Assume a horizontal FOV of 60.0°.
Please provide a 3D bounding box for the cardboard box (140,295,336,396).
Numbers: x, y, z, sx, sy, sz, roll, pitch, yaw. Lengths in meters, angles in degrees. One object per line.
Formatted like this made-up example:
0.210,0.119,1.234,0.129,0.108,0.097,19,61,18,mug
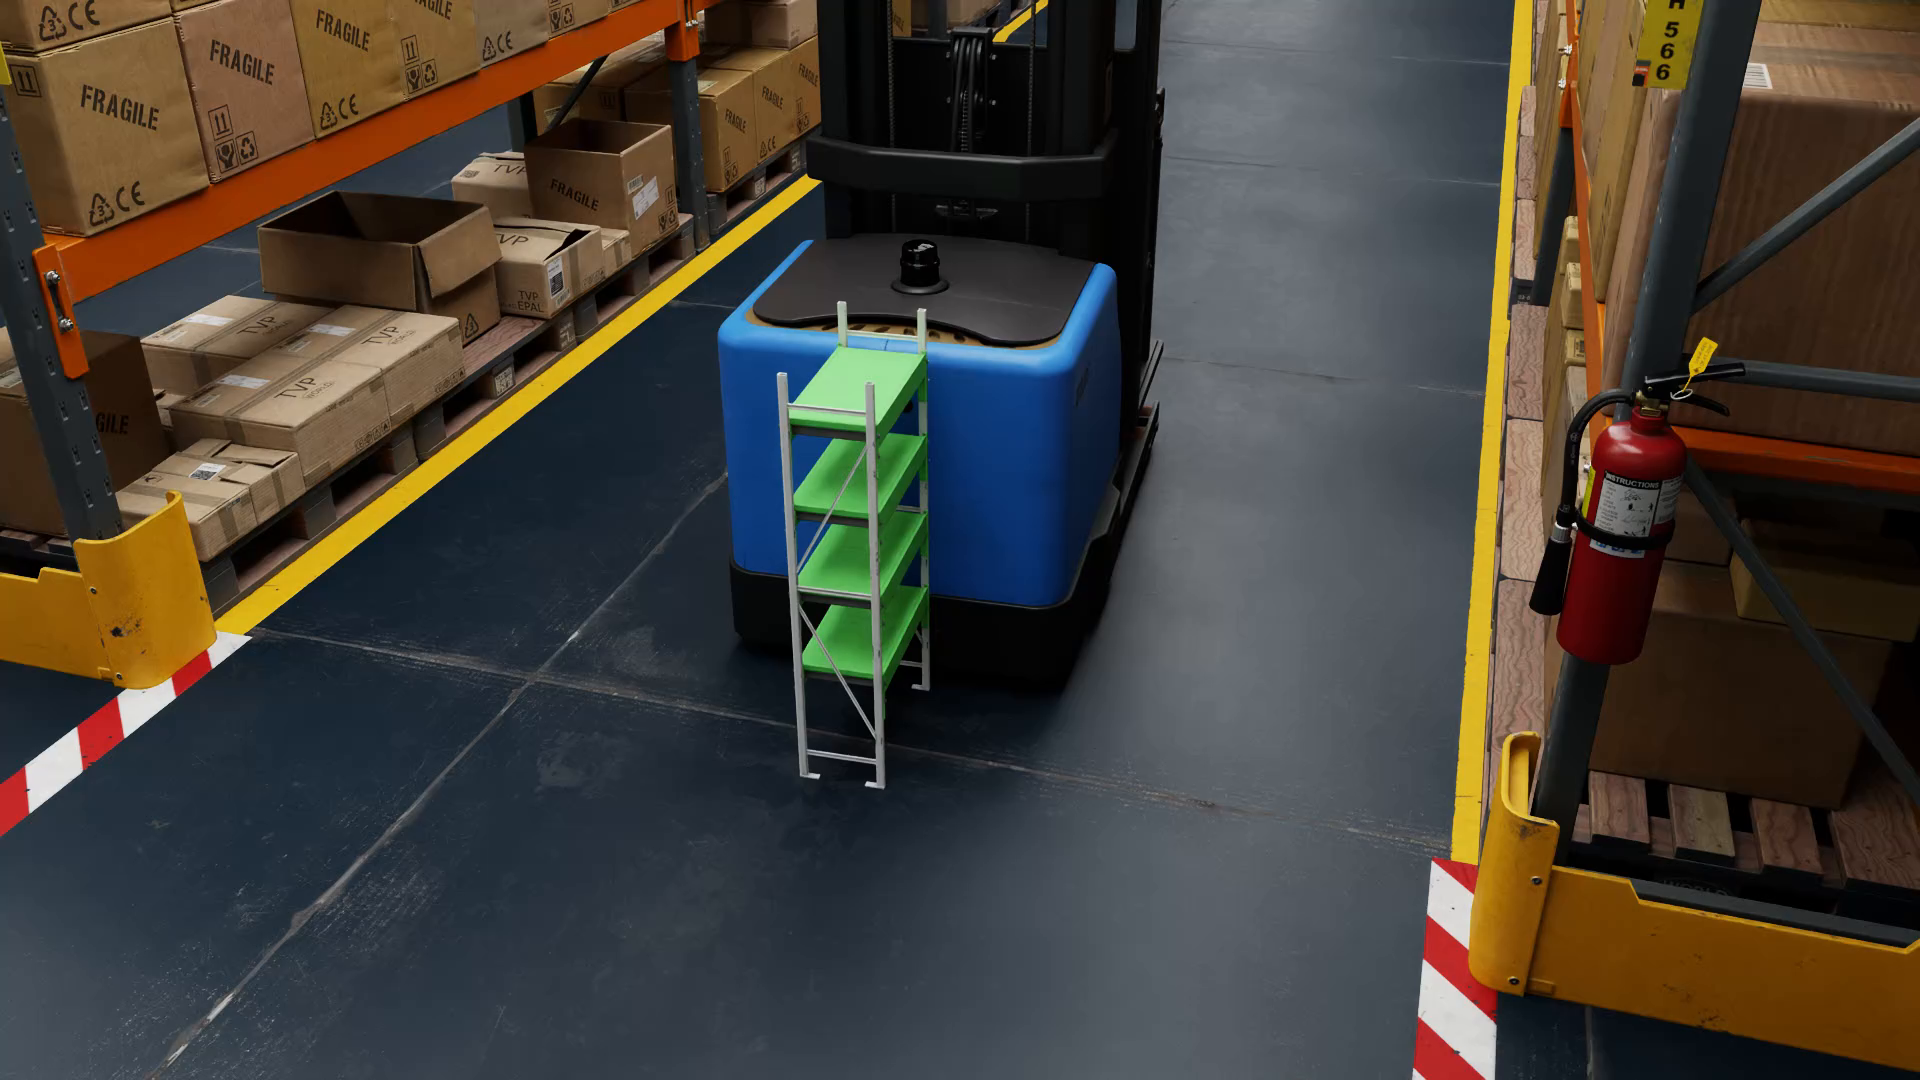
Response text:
-2.703,-0.701,6.300,0.500,0.250,0.500,8,30,15,cardboard box

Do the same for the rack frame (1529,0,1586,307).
2.976,-2.139,6.509,1.000,3.000,0.127,8,30,15,rack frame

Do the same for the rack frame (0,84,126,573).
-2.934,-0.985,4.435,1.000,3.000,0.127,8,30,15,rack frame

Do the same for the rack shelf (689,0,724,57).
-1.173,-3.459,9.622,1.077,0.370,4.000,8,30,15,rack shelf

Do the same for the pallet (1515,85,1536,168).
3.847,-2.423,9.889,1.003,0.211,1.213,8,30,15,pallet

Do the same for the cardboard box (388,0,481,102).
-2.107,-1.903,5.982,0.500,0.500,0.500,9,30,16,cardboard box

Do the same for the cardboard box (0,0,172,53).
-2.552,-1.634,4.470,0.500,0.500,0.500,9,30,16,cardboard box

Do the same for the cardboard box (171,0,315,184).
-2.406,-1.438,5.146,0.500,0.500,0.500,8,30,14,cardboard box

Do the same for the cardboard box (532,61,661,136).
-1.890,-2.214,8.763,0.500,0.500,0.500,8,30,15,cardboard box

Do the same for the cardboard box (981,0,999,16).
-0.005,-4.120,12.467,0.500,0.250,0.500,8,30,13,cardboard box

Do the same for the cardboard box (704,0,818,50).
-1.092,-2.926,9.272,0.500,0.250,0.500,9,30,15,cardboard box

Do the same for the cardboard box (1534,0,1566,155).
3.546,-2.512,8.960,0.750,0.750,0.750,8,30,15,cardboard box

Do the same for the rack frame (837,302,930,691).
-0.207,-0.093,4.682,0.240,1.200,0.015,7,30,12,rack frame

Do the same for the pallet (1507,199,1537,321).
3.131,-1.289,7.851,1.003,0.211,1.213,8,30,15,pallet

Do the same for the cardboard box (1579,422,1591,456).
1.850,-0.198,4.493,0.380,0.149,0.250,9,30,16,cardboard box

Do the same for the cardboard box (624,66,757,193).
-1.385,-2.134,8.619,0.500,0.500,0.500,7,30,13,cardboard box

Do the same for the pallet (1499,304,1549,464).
2.678,-0.578,6.572,1.003,0.211,1.213,8,30,15,pallet

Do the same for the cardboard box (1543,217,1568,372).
2.659,-0.897,6.416,0.700,0.500,0.500,9,30,16,cardboard box

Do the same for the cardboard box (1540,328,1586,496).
2.355,-0.426,5.569,0.700,0.500,0.500,9,30,16,cardboard box

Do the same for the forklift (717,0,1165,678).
0.146,-1.576,5.568,1.130,2.935,3.031,7,30,12,forklift

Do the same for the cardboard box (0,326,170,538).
-3.010,-0.373,5.453,0.500,0.500,0.500,8,30,15,cardboard box

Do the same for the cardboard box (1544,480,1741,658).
2.059,0.057,4.701,0.700,0.500,0.500,8,30,15,cardboard box

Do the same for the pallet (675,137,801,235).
-1.558,-2.008,9.143,1.003,0.211,1.213,8,30,15,pallet

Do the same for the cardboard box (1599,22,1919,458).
1.942,-0.649,3.523,0.980,0.700,0.700,10,31,17,cardboard box

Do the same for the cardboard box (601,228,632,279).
-1.709,-1.302,7.485,0.380,0.149,0.250,8,30,15,cardboard box

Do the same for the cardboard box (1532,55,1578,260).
3.043,-1.703,7.506,0.750,0.750,0.750,9,30,15,cardboard box

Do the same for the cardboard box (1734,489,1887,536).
2.214,-0.143,4.393,0.380,0.149,0.250,9,30,15,cardboard box

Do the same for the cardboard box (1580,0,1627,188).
2.378,-1.342,4.768,0.980,0.700,0.700,7,30,12,cardboard box

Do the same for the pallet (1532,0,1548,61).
4.741,-3.707,12.197,1.003,0.211,1.213,8,30,15,pallet

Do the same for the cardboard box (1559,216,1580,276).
2.384,-1.047,6.019,0.380,0.149,0.250,10,30,17,cardboard box

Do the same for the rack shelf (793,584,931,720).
-0.264,0.288,4.623,0.258,0.148,0.480,7,30,12,rack shelf

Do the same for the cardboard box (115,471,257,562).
-2.483,-0.077,5.283,0.380,0.149,0.250,8,30,15,cardboard box

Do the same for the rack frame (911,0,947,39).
-0.586,-4.703,11.118,1.000,3.000,0.127,8,30,15,rack frame

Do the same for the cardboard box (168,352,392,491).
-2.357,-0.420,5.795,0.500,0.250,0.500,8,30,15,cardboard box

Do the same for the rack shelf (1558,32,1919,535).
2.389,-0.895,5.013,1.077,0.370,4.000,8,30,15,rack shelf

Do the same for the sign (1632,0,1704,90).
1.287,-0.973,2.979,0.100,0.325,0.005,8,30,15,sign

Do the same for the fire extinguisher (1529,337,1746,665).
1.317,-0.079,3.269,0.296,0.674,0.183,8,30,15,fire extinguisher

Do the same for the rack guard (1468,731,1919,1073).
1.795,0.824,3.755,1.175,0.500,0.348,8,30,15,rack guard

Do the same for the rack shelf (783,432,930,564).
-0.264,-0.131,4.389,0.258,0.148,0.480,7,30,12,rack shelf

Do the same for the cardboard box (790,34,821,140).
-1.086,-2.614,9.483,0.500,0.500,0.500,9,30,15,cardboard box

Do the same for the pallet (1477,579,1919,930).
1.962,0.556,4.533,1.003,0.211,1.213,8,30,15,pallet

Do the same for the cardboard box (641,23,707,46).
-1.589,-2.675,9.592,0.500,0.500,0.500,9,30,15,cardboard box

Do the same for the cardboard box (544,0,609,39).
-1.812,-2.379,6.838,0.500,0.500,0.500,9,30,16,cardboard box

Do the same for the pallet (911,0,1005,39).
-0.307,-3.861,12.474,1.003,0.211,1.213,8,30,15,pallet

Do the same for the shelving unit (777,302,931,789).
-0.264,0.023,4.475,0.258,1.200,0.503,7,30,12,shelving unit

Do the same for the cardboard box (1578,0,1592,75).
2.801,-2.020,5.987,0.980,0.700,0.700,9,30,16,cardboard box

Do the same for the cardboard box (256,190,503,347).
-2.307,-1.071,6.705,0.797,0.503,0.637,8,30,15,cardboard box

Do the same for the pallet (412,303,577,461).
-2.319,-0.737,6.858,1.003,0.211,1.213,8,30,15,pallet
